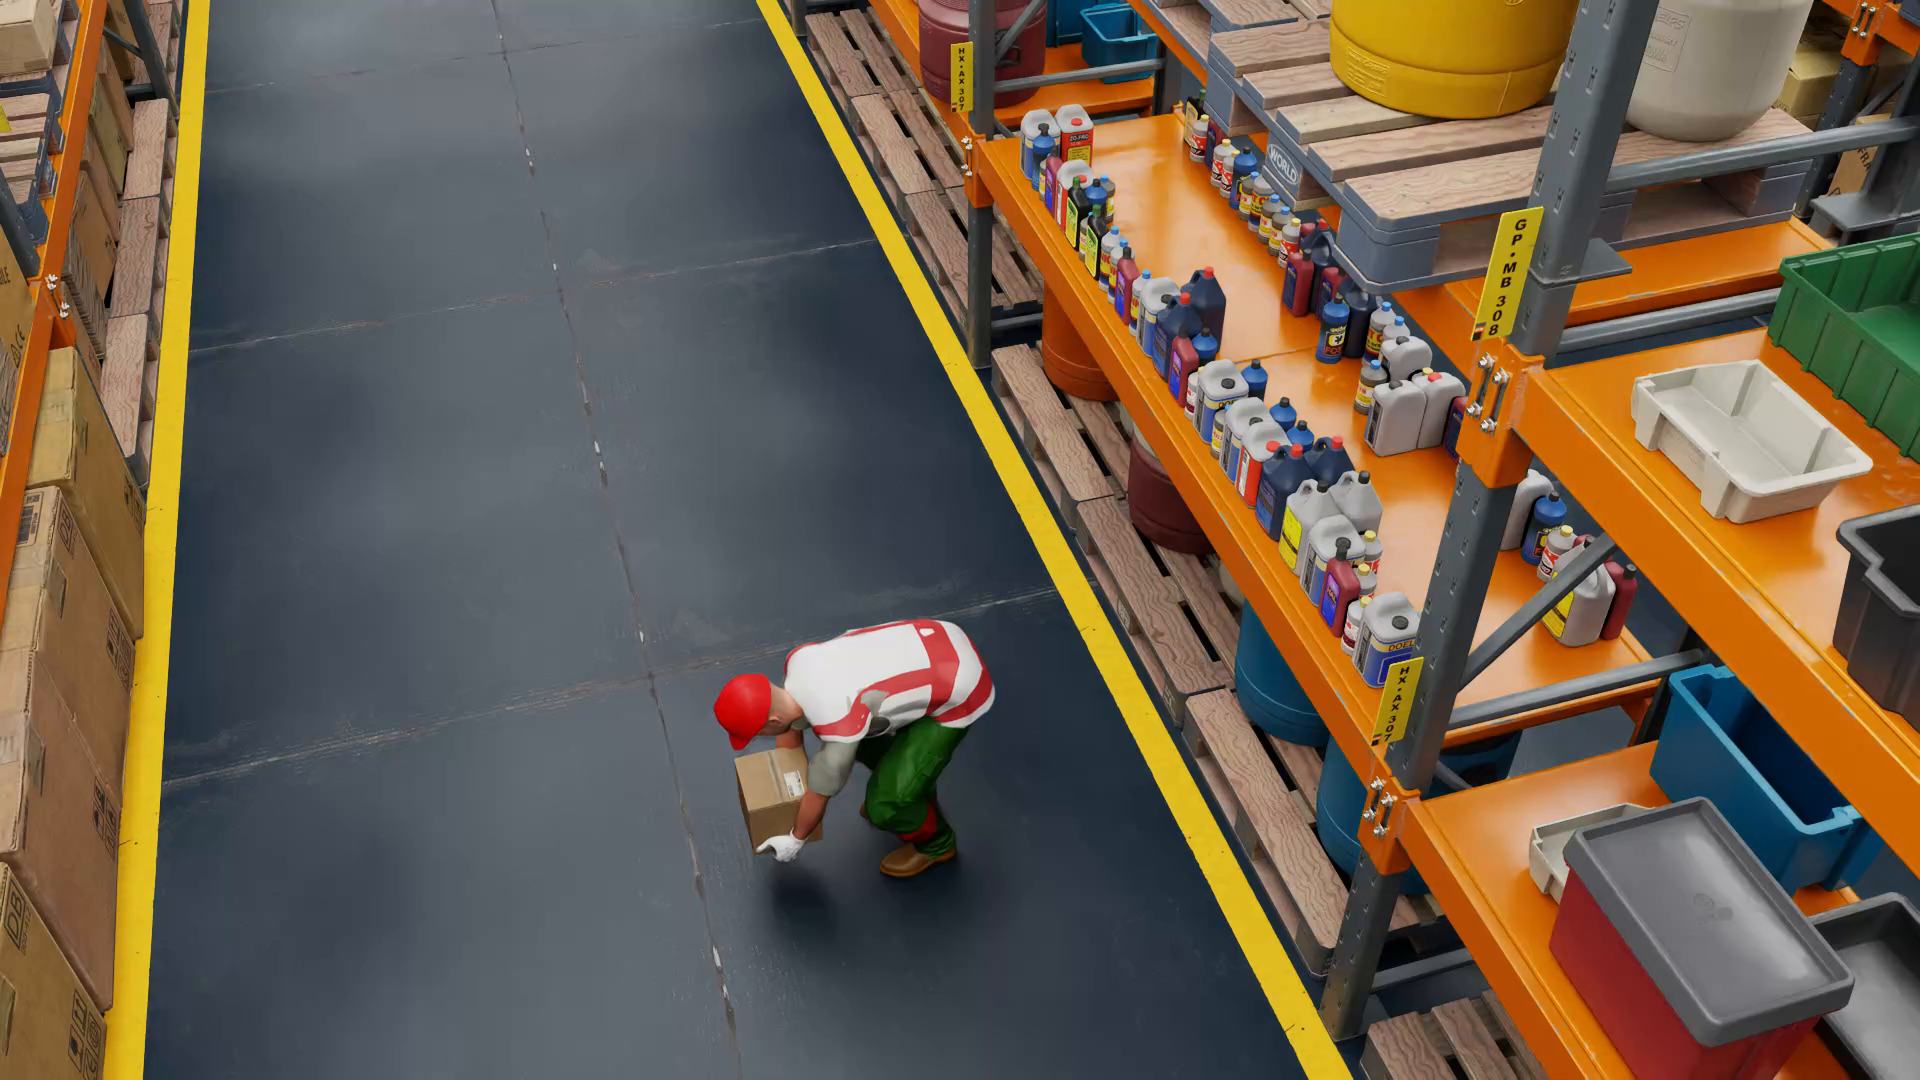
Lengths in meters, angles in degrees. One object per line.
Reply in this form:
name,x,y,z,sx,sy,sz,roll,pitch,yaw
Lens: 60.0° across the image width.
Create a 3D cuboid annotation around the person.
person,-0.357,0.760,5.855,0.959,1.036,0.532,-14,44,-15
